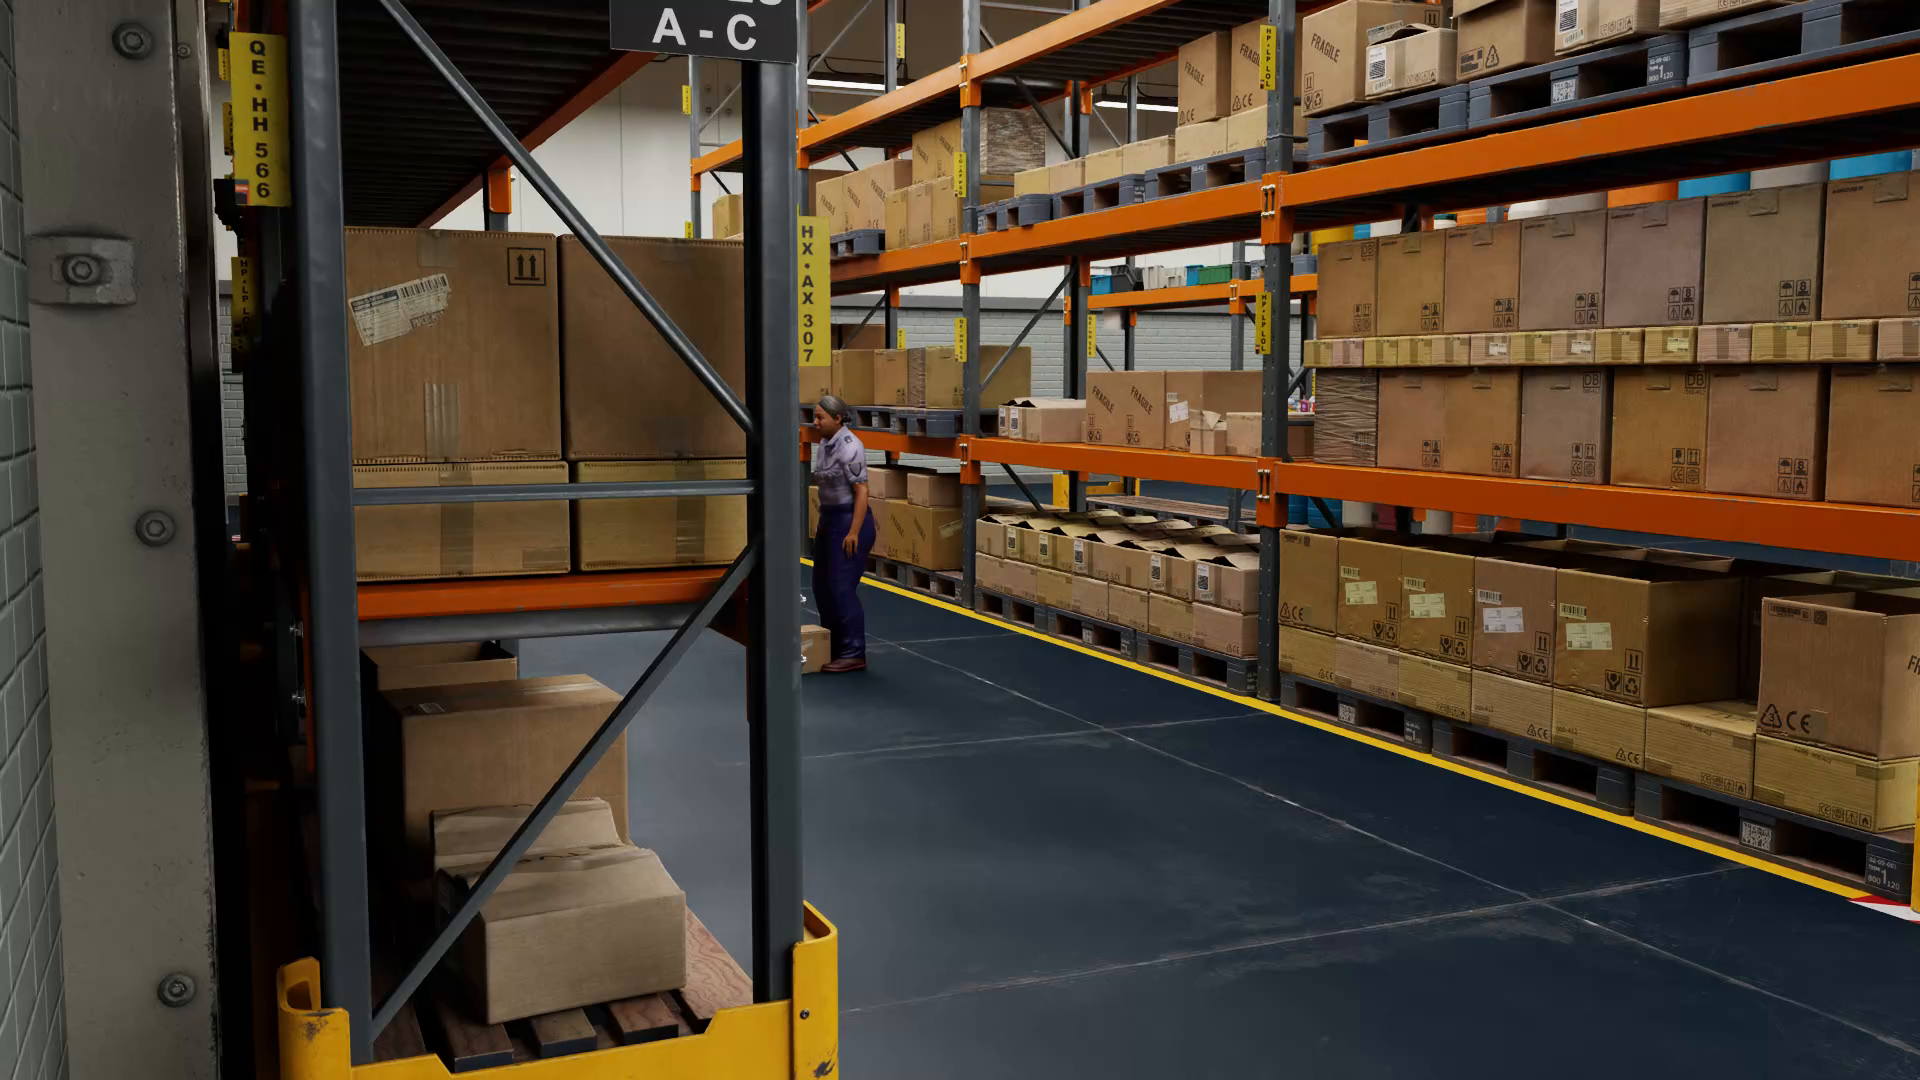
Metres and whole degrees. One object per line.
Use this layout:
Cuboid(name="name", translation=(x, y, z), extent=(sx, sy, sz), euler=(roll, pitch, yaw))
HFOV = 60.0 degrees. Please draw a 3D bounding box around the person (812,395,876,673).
Cuboid(name="person", translation=(-0.728, -0.041, 10.047), extent=(0.371, 1.636, 0.562), euler=(-3, 6, -27))
